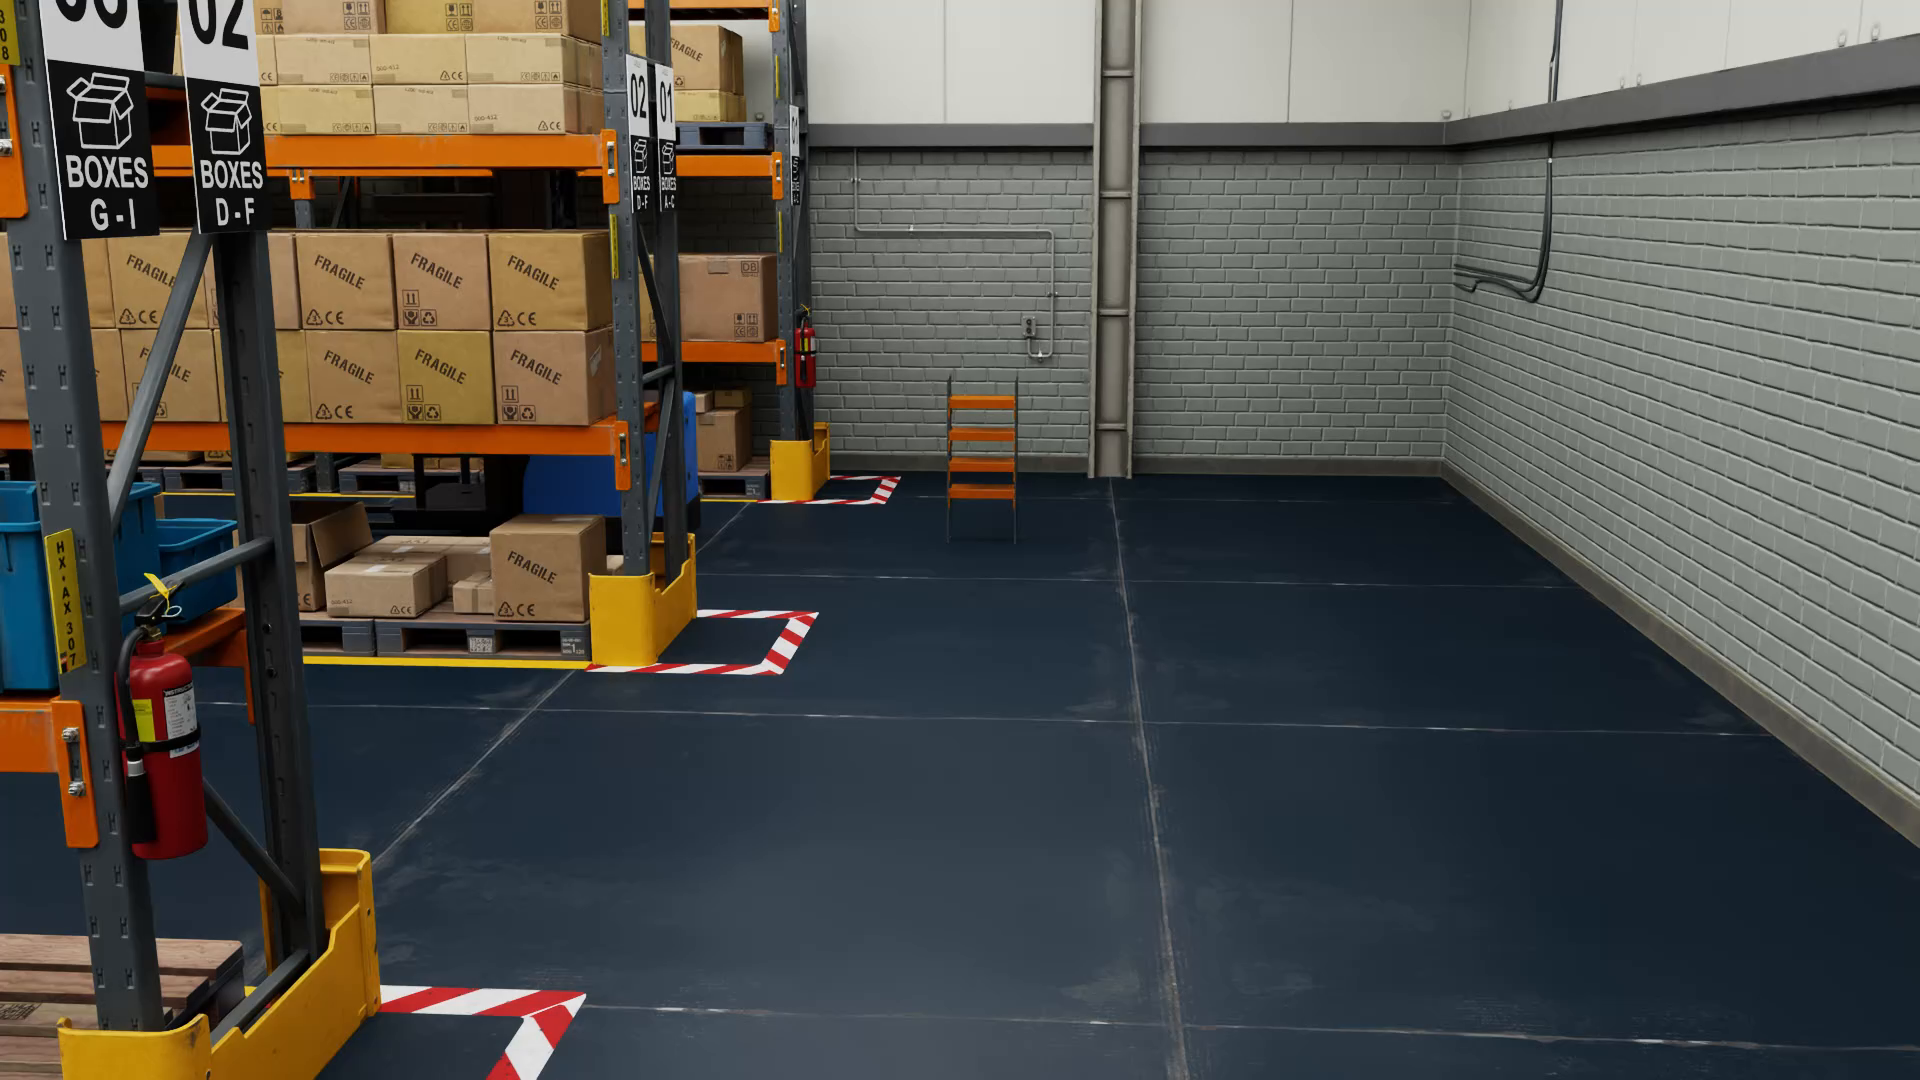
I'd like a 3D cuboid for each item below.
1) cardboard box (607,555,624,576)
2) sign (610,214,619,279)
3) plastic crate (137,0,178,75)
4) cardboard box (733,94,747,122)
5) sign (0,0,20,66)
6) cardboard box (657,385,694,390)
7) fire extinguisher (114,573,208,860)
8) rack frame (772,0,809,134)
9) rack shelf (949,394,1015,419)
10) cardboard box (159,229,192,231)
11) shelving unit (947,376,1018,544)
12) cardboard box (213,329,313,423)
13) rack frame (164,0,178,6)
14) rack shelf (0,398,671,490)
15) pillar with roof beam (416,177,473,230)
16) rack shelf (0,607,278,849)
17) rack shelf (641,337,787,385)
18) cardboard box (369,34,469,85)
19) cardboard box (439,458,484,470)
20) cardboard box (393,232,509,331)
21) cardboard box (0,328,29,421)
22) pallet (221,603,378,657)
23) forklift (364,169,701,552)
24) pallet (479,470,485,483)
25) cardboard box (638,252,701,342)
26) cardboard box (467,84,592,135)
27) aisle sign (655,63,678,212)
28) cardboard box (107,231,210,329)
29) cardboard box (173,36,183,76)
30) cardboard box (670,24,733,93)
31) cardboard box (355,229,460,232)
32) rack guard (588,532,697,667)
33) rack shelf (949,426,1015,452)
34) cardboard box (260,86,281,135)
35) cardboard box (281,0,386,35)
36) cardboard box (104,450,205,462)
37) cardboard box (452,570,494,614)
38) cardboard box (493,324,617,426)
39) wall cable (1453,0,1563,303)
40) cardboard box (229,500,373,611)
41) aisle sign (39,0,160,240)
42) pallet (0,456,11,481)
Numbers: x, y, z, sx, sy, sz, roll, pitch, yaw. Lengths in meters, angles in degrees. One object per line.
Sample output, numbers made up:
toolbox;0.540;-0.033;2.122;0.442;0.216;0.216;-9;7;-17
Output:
cardboard box;-2.116;0.202;9.865;0.250;0.149;0.380;1;12;4
sign;-1.778;-1.511;8.564;0.005;0.325;0.100;1;12;4
plastic crate;-2.422;-1.357;4.421;0.590;0.269;0.497;1;12;4
cardboard box;-2.106;-3.624;14.036;0.500;0.250;0.500;1;12;7
sign;-2.077;-1.195;3.583;0.005;0.325;0.100;1;12;4
cardboard box;-2.466;-1.249;14.407;0.250;0.149;0.380;1;12;4
fire extinguisher;-1.936;0.425;4.010;0.183;0.674;0.296;1;12;4
rack frame;-1.394;-4.851;13.479;0.127;3.000;1.000;1;12;4
rack shelf;0.165;-0.970;12.054;0.480;0.148;0.258;1;12;4
cardboard box;-4.679;-1.535;9.593;0.500;0.500;0.500;1;12;3
shelving unit;0.165;-0.585;12.134;0.503;1.200;0.258;1;12;4
cardboard box;-3.704;-0.923;9.110;0.500;0.500;0.500;1;12;3
rack frame;-2.056;-2.827;3.804;0.127;3.000;1.000;1;12;4
rack shelf;-3.717;-0.577;9.460;4.000;0.370;1.077;1;12;4
pillar with roof beam;-4.916;-4.193;10.335;0.400;9.000;9.100;1;12;4
rack shelf;-4.052;0.434;4.622;4.000;0.370;1.077;1;12;4
rack shelf;-3.389;-1.590;14.298;4.000;0.370;1.077;1;12;4
cardboard box;-2.750;-2.503;8.729;0.500;0.250;0.500;1;12;4
cardboard box;-4.145;-0.912;14.383;0.500;0.500;0.700;1;12;3
cardboard box;-2.688;-1.397;8.935;0.500;0.500;0.500;1;12;5
cardboard box;-5.222;-0.943;9.207;0.500;0.500;0.500;1;12;5
pallet;-3.807;0.434;9.679;1.213;0.211;1.003;1;12;4
forklift;-3.467;-1.403;11.815;3.031;2.935;1.130;0;12;1
pallet;-3.411;-0.562;14.437;1.213;0.211;1.003;1;12;4
cardboard box;-2.630;-2.074;14.123;0.700;0.700;0.980;1;12;3
cardboard box;-2.251;-2.250;8.740;0.500;0.250;0.500;1;12;4
aisle sign;-1.634;-2.234;9.271;0.004;0.787;0.394;1;12;4
cardboard box;-4.233;-1.417;9.031;0.500;0.500;0.500;0;12;2
cardboard box;-4.247;-2.523;8.824;0.500;0.250;0.500;1;12;4
cardboard box;-2.142;-3.885;13.453;0.500;0.500;0.500;1;12;4
cardboard box;-3.167;-1.514;9.493;0.500;0.500;0.500;1;12;5
rack guard;-1.797;0.320;9.516;0.348;0.500;1.175;1;12;4
rack shelf;0.165;-0.738;12.102;0.480;0.148;0.258;1;12;4
cardboard box;-3.747;-2.274;8.851;0.500;0.250;0.500;1;12;4
cardboard box;-3.234;-2.922;8.897;0.500;0.500;0.700;1;12;4
cardboard box;-6.929;-1.116;14.503;0.750;0.750;0.750;1;12;5
cardboard box;-2.678;0.288;9.410;0.250;0.166;0.380;1;12;4
cardboard box;-2.186;-0.902;9.008;0.500;0.500;0.500;1;12;5
wall cable;4.225;-3.180;13.078;0.112;2.526;3.097;1;12;4
cardboard box;-3.837;0.074;9.610;0.637;0.503;0.797;1;12;4
aisle sign;-2.004;-1.102;3.861;0.004;0.787;0.394;1;12;4
pallet;-8.594;-0.633;14.777;1.213;0.211;1.003;1;12;4
